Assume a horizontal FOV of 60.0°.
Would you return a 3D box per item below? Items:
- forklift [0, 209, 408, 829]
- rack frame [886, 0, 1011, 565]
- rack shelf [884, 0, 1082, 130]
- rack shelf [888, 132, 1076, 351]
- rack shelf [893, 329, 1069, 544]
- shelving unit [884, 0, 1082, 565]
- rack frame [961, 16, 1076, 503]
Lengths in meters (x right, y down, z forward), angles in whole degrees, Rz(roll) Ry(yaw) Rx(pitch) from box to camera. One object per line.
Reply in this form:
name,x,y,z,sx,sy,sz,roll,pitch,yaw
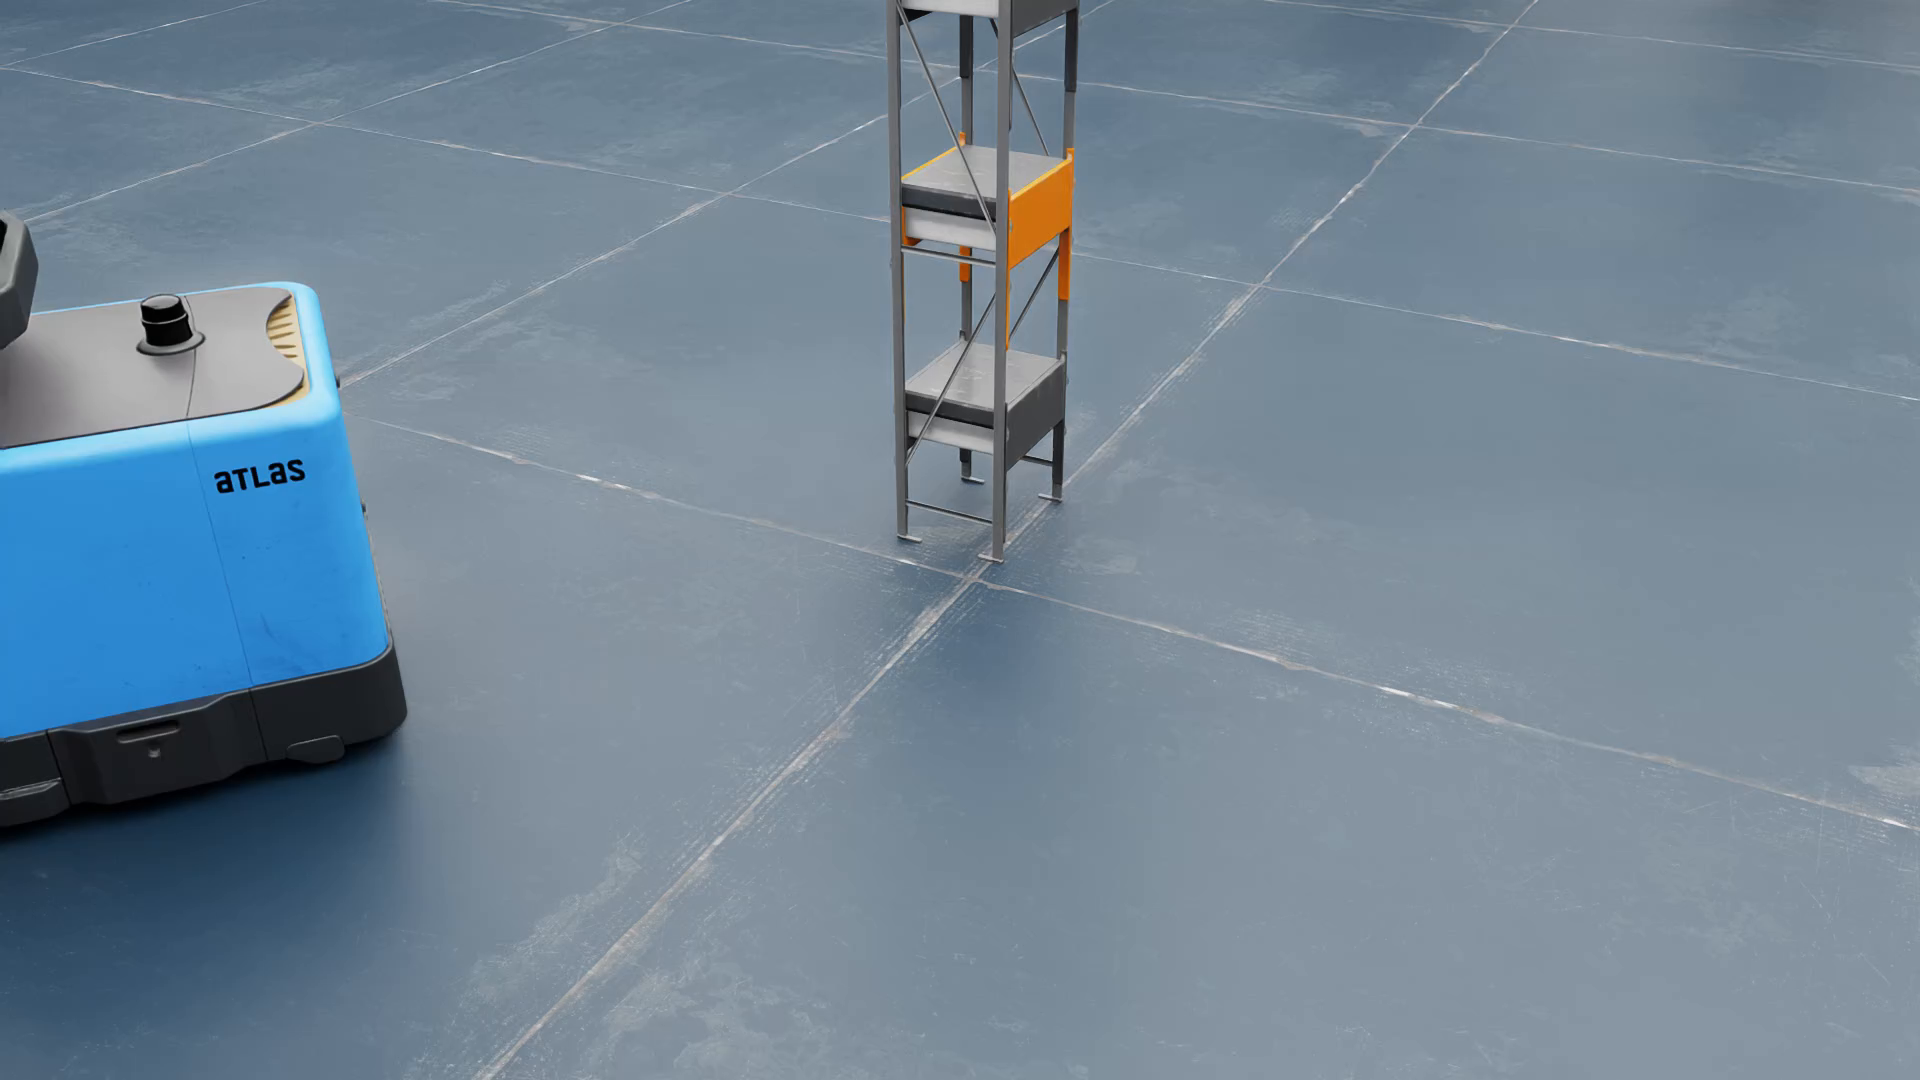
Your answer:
forklift,-3.141,-0.627,3.898,3.031,2.935,1.130,-12,32,-19
rack frame,-0.036,-0.876,5.167,0.400,2.100,0.015,14,33,23
rack shelf,0.075,-1.579,5.013,0.431,0.518,0.480,14,33,23
rack shelf,0.075,-0.972,5.362,0.431,0.518,0.480,14,33,23
rack shelf,0.075,-0.365,5.710,0.431,0.518,0.480,14,33,23
shelving unit,0.075,-0.984,5.355,0.431,2.100,0.503,14,33,23
rack frame,0.187,-1.092,5.543,0.400,2.100,0.015,14,33,23
